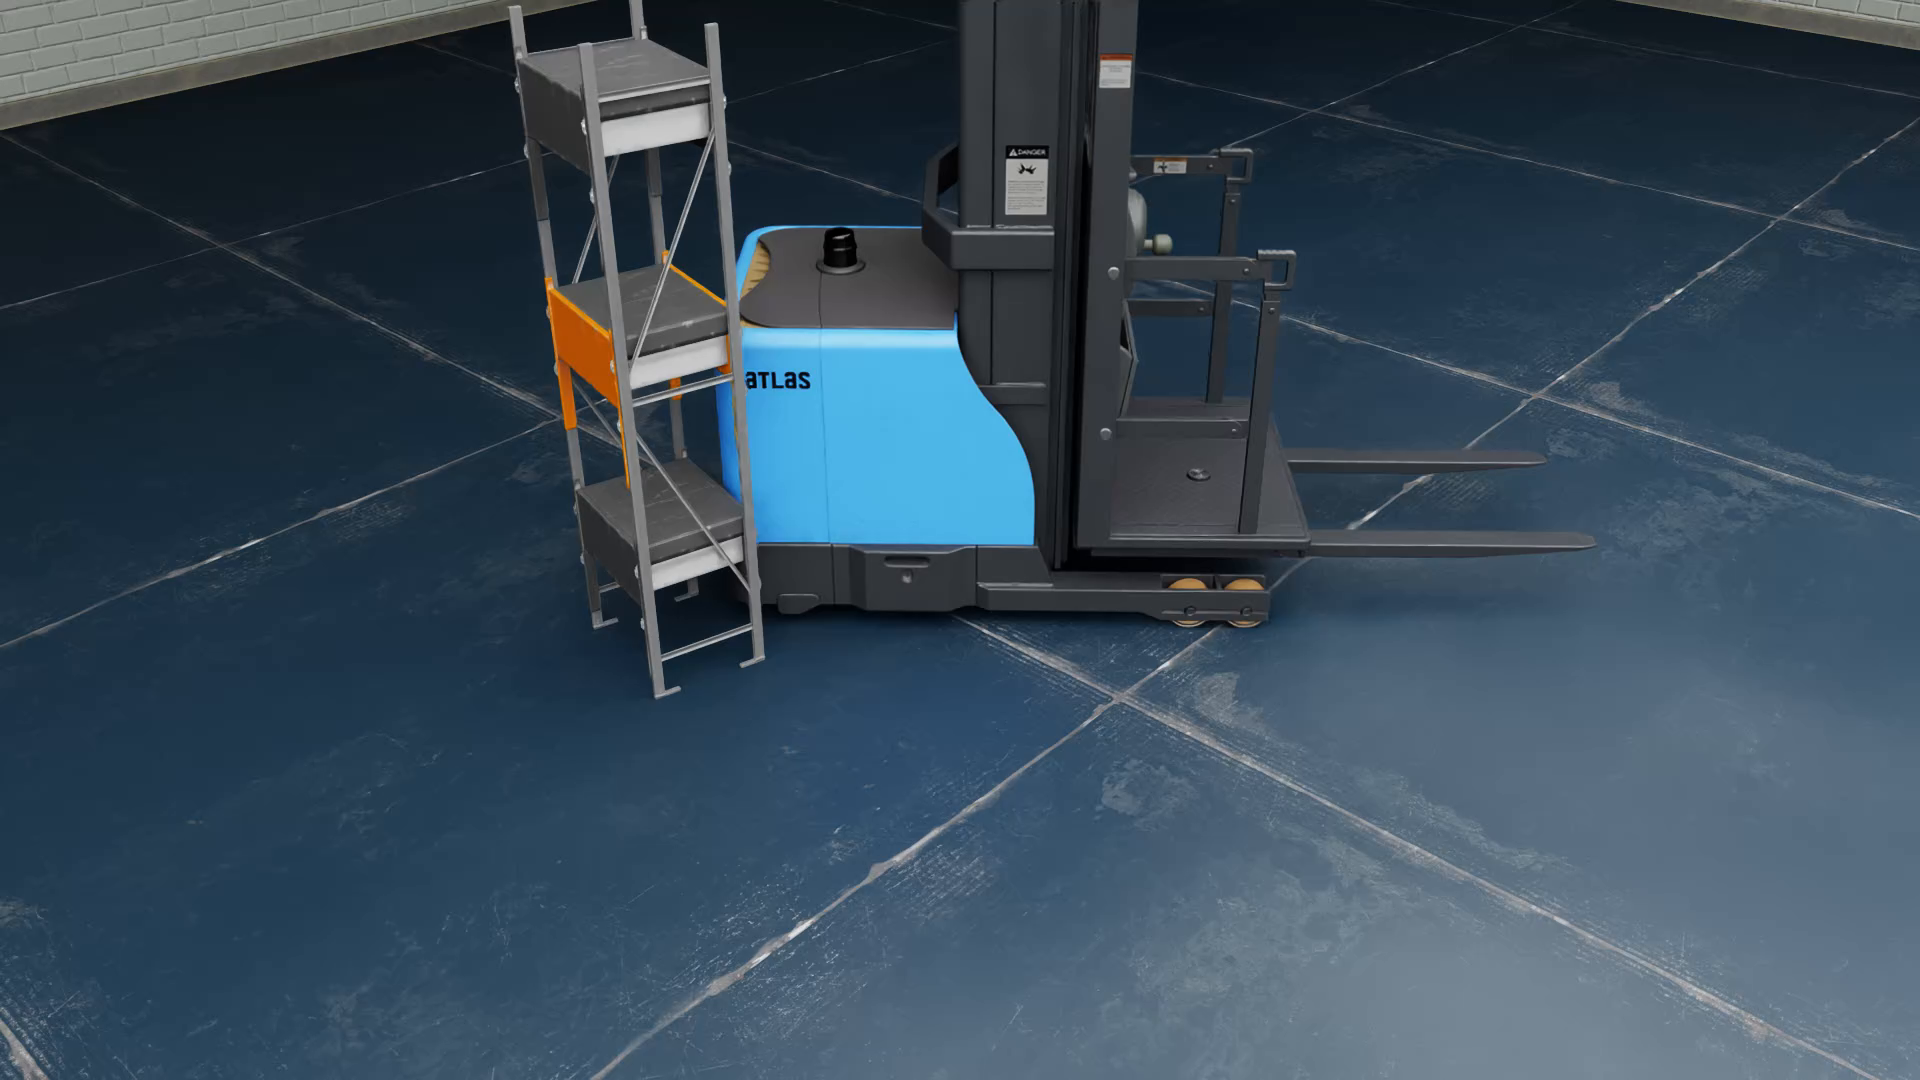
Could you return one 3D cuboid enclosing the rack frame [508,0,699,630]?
[{"bbox_3d":[-1.099,-0.650,5.294,0.400,2.100,0.015,-19,36,-29],"label":"rack frame"}]

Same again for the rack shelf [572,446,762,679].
[{"bbox_3d":[-0.962,0.065,5.490,0.431,0.518,0.480,-19,36,-29],"label":"rack shelf"}]

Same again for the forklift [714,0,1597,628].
[{"bbox_3d":[0.711,-1.231,5.453,3.031,2.935,1.130,1,31,1],"label":"forklift"}]

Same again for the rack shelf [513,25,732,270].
[{"bbox_3d":[-0.962,-1.134,4.768,0.431,0.518,0.480,-19,36,-29],"label":"rack shelf"}]

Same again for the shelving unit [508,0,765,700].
[{"bbox_3d":[-0.962,-0.546,5.122,0.431,2.100,0.503,-19,36,-29],"label":"shelving unit"}]

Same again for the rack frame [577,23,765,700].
[{"bbox_3d":[-0.824,-0.443,4.949,0.400,2.100,0.015,-19,36,-29],"label":"rack frame"}]

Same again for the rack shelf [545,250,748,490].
[{"bbox_3d":[-0.962,-0.535,5.129,0.431,0.518,0.480,-19,36,-29],"label":"rack shelf"}]
